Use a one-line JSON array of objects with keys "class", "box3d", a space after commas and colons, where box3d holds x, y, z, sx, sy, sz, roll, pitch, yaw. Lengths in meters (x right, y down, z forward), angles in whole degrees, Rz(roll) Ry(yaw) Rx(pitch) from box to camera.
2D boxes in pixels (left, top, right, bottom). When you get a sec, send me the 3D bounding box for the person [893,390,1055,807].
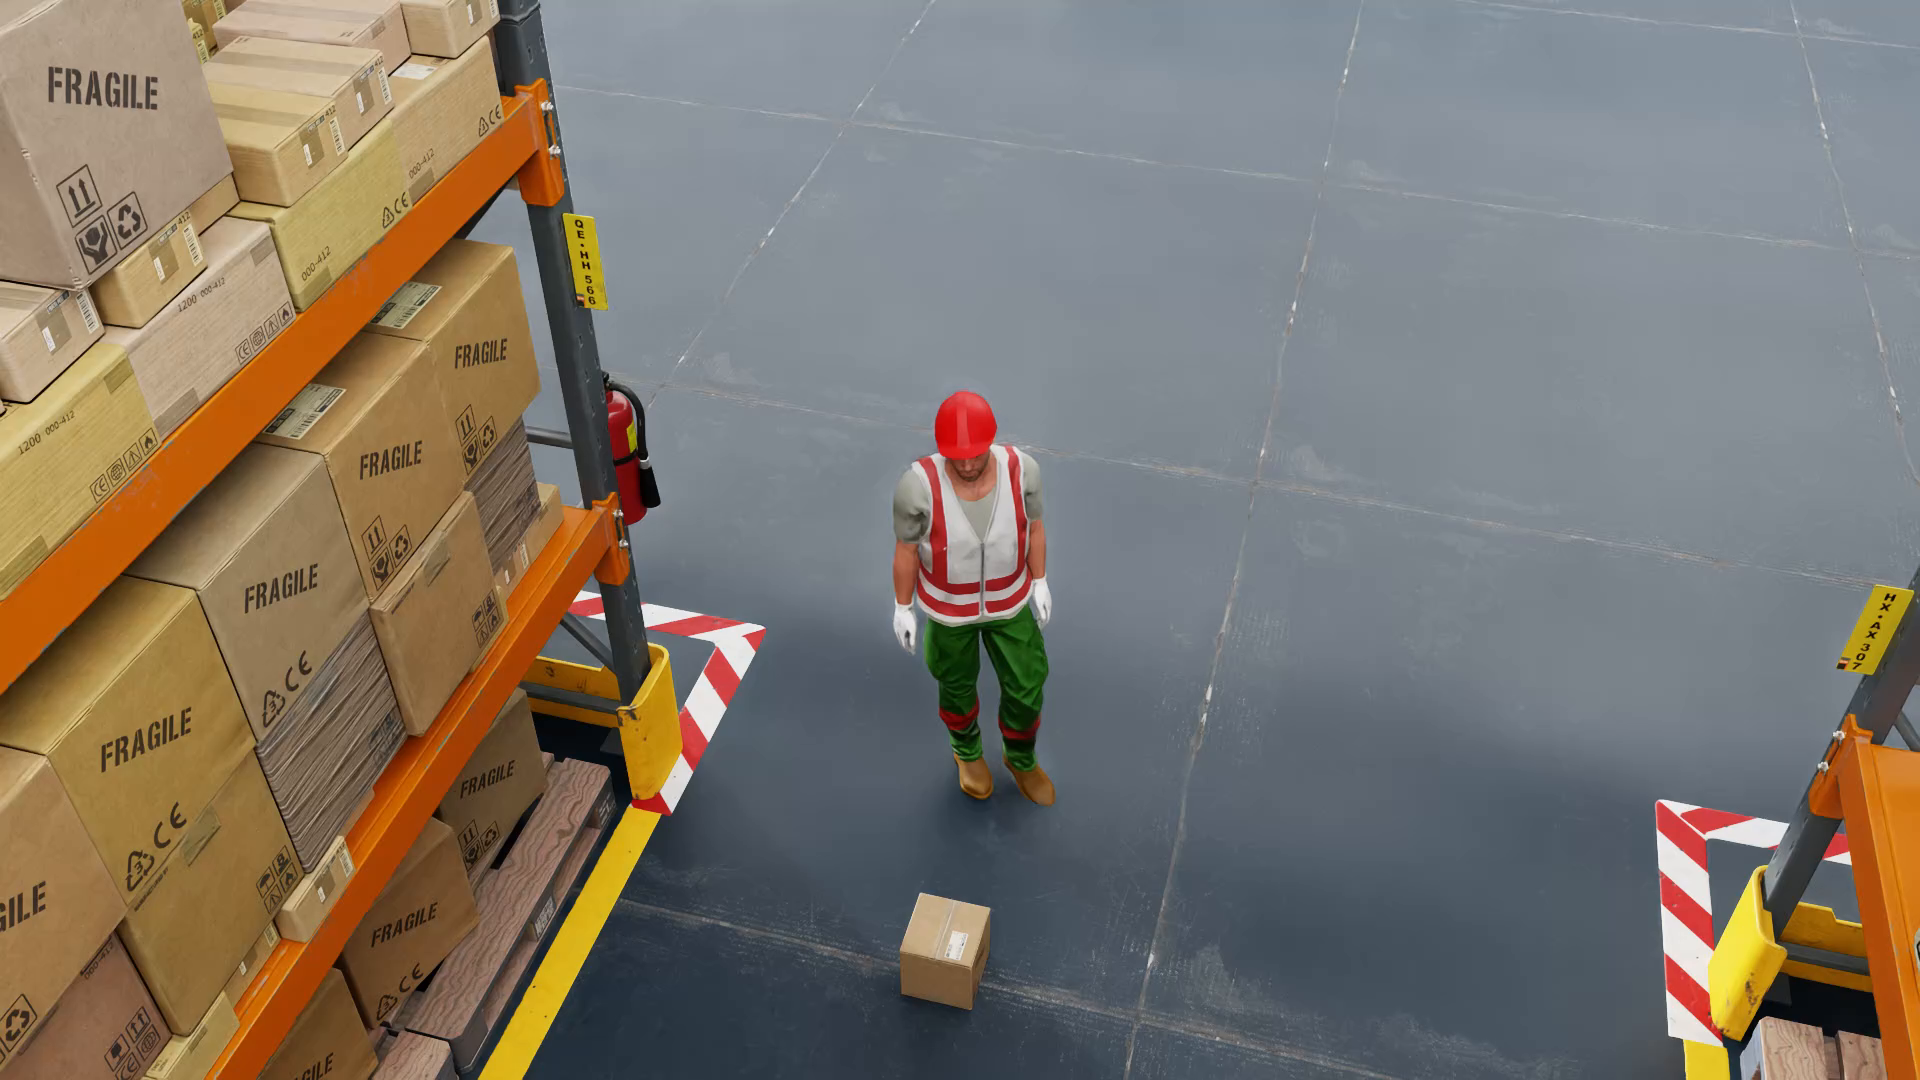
[{"class": "person", "box3d": [0.057, 0.256, 5.863, 0.580, 1.827, 0.398, -8, 41, -9]}]
